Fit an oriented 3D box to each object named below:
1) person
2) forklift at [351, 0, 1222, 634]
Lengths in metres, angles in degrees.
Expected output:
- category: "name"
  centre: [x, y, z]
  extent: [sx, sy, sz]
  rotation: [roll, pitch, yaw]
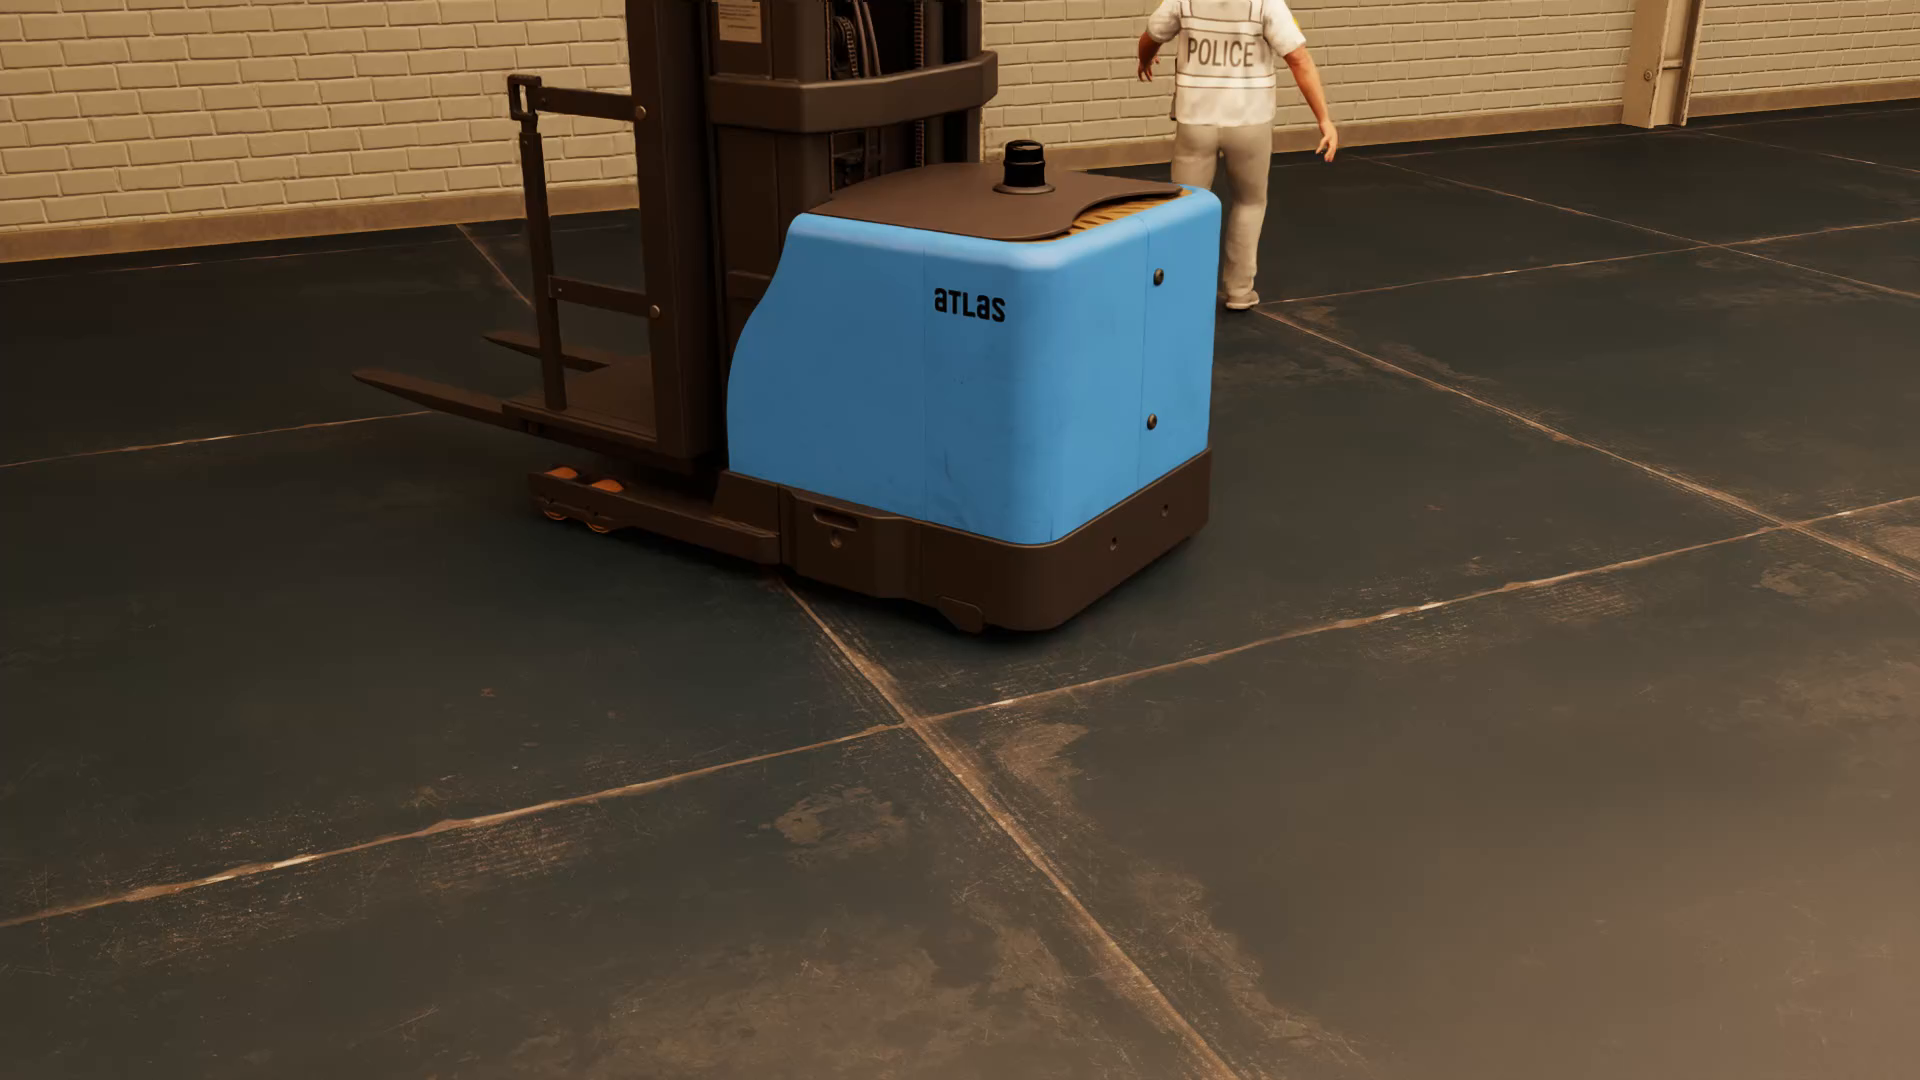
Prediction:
- category: "person"
  centre: [1.184, -1.826, 7.277]
  extent: [0.967, 1.728, 0.769]
  rotation: [7, 24, 16]
- category: "forklift"
  centre: [-0.749, -1.525, 4.957]
  extent: [3.031, 2.935, 1.130]
  rotation: [15, 27, 31]
